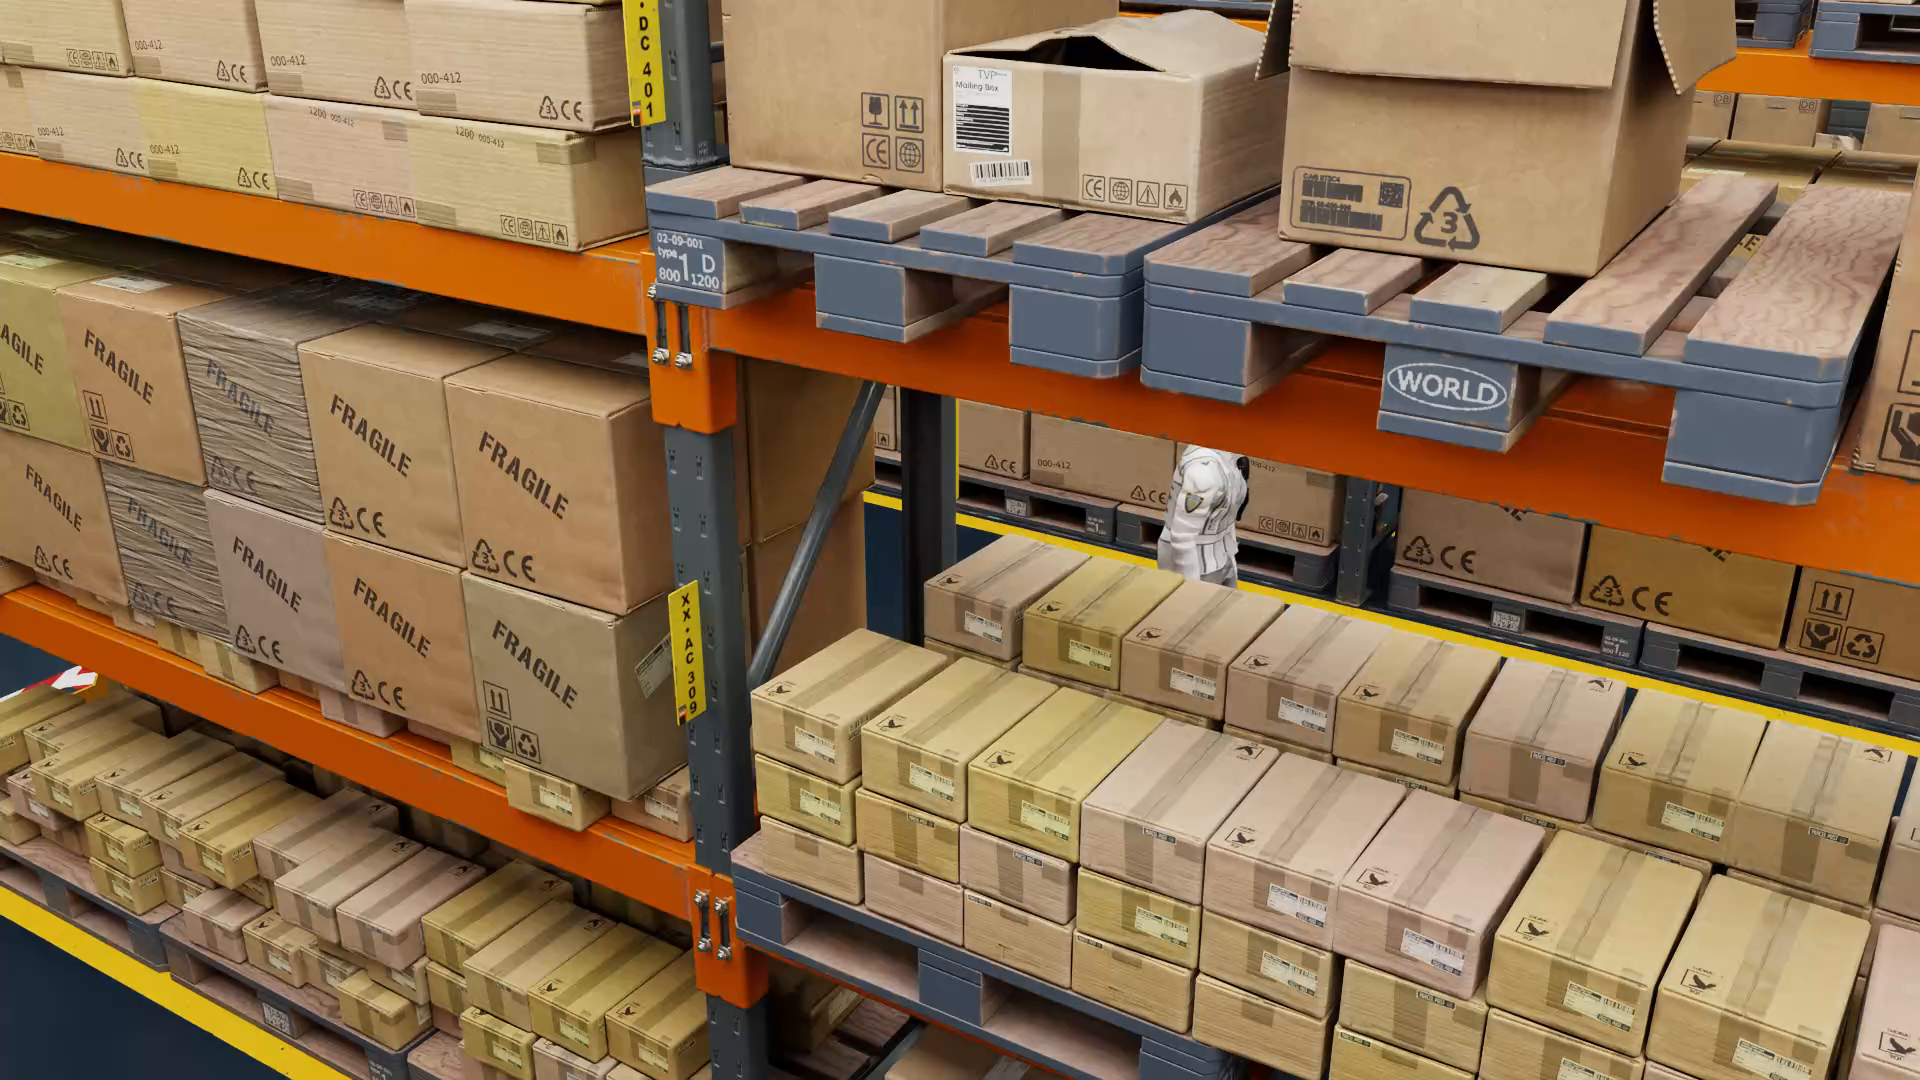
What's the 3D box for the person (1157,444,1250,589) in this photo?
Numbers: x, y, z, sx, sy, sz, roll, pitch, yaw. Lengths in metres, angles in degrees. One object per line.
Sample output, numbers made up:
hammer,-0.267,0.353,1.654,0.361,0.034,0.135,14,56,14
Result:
person,1.003,0.141,6.766,0.376,1.663,0.545,12,26,26
